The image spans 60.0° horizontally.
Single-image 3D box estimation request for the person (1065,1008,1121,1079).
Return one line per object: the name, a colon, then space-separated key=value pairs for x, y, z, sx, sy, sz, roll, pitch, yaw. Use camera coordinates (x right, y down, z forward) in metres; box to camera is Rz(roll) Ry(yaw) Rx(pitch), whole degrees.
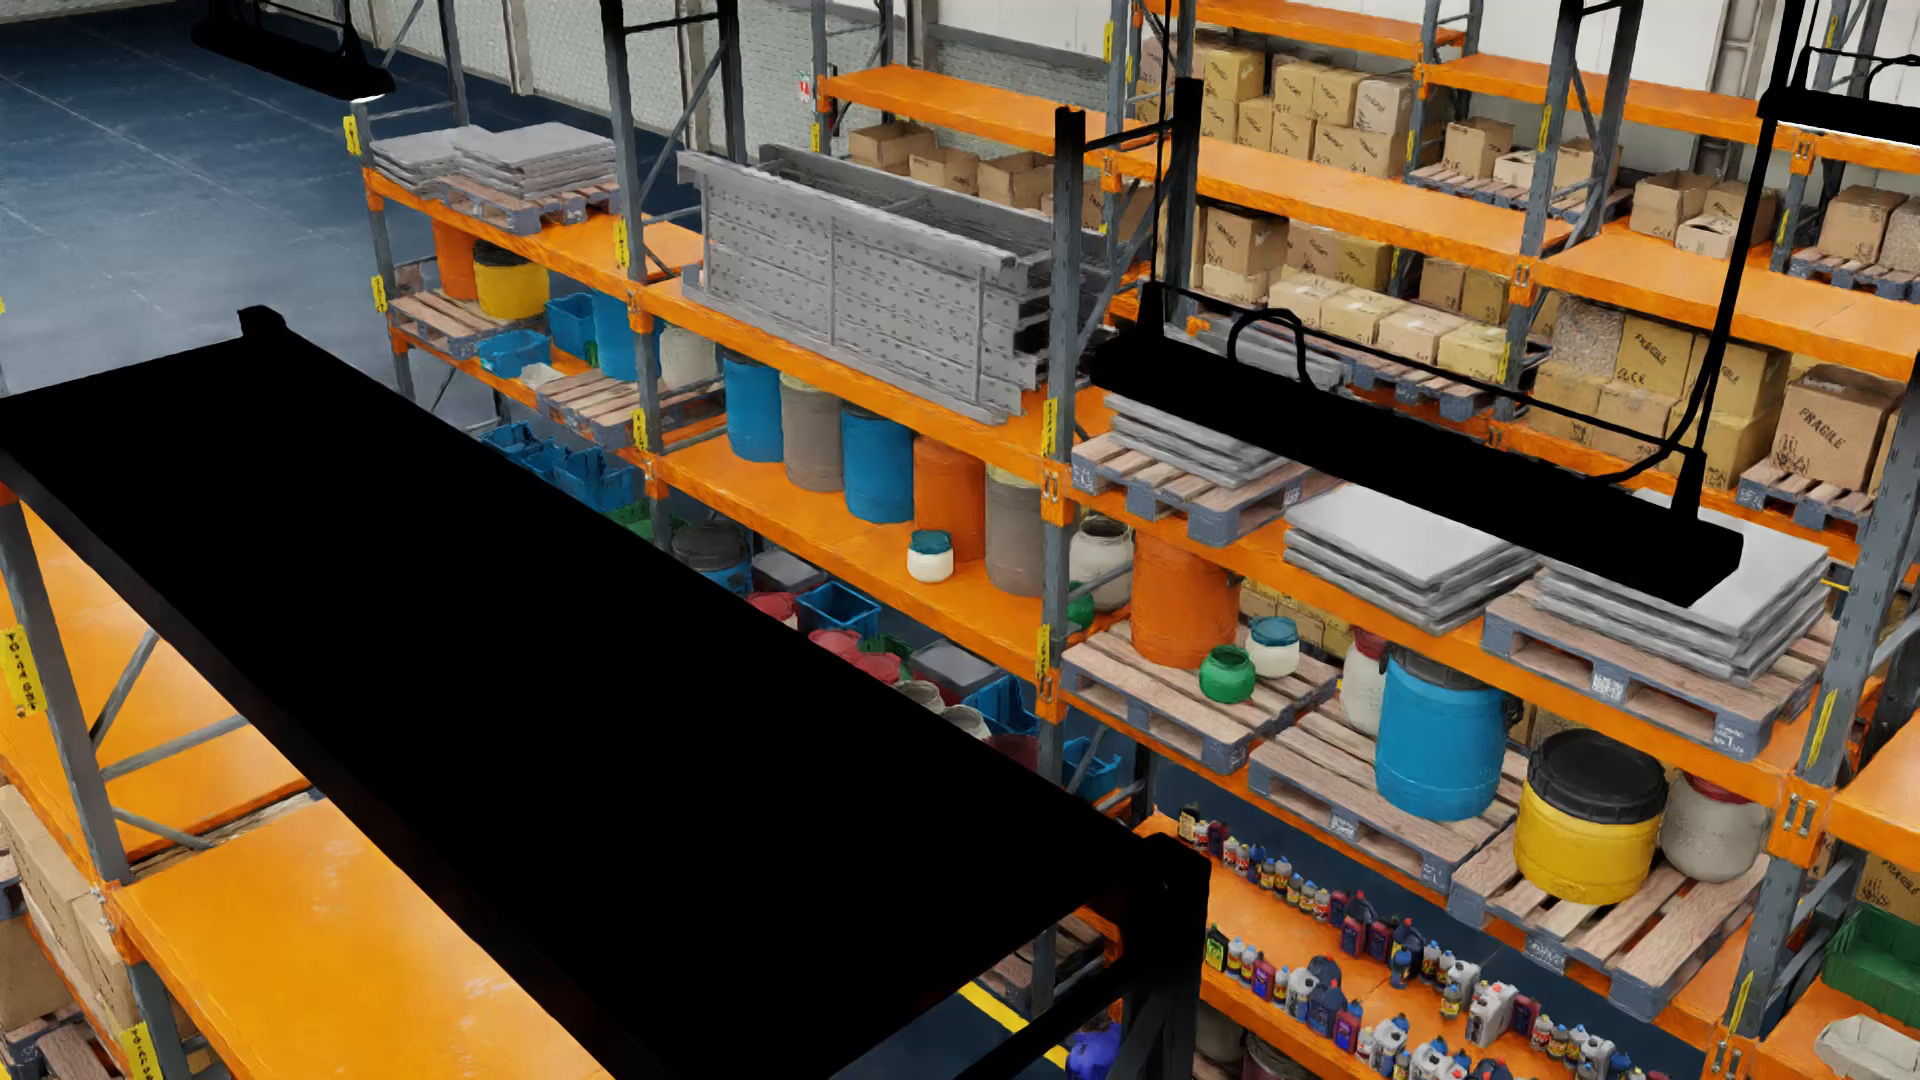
person: x=0.750 y=3.159 z=9.268 sx=1.089 sy=1.567 sz=0.450 roll=24 pitch=37 yaw=38
